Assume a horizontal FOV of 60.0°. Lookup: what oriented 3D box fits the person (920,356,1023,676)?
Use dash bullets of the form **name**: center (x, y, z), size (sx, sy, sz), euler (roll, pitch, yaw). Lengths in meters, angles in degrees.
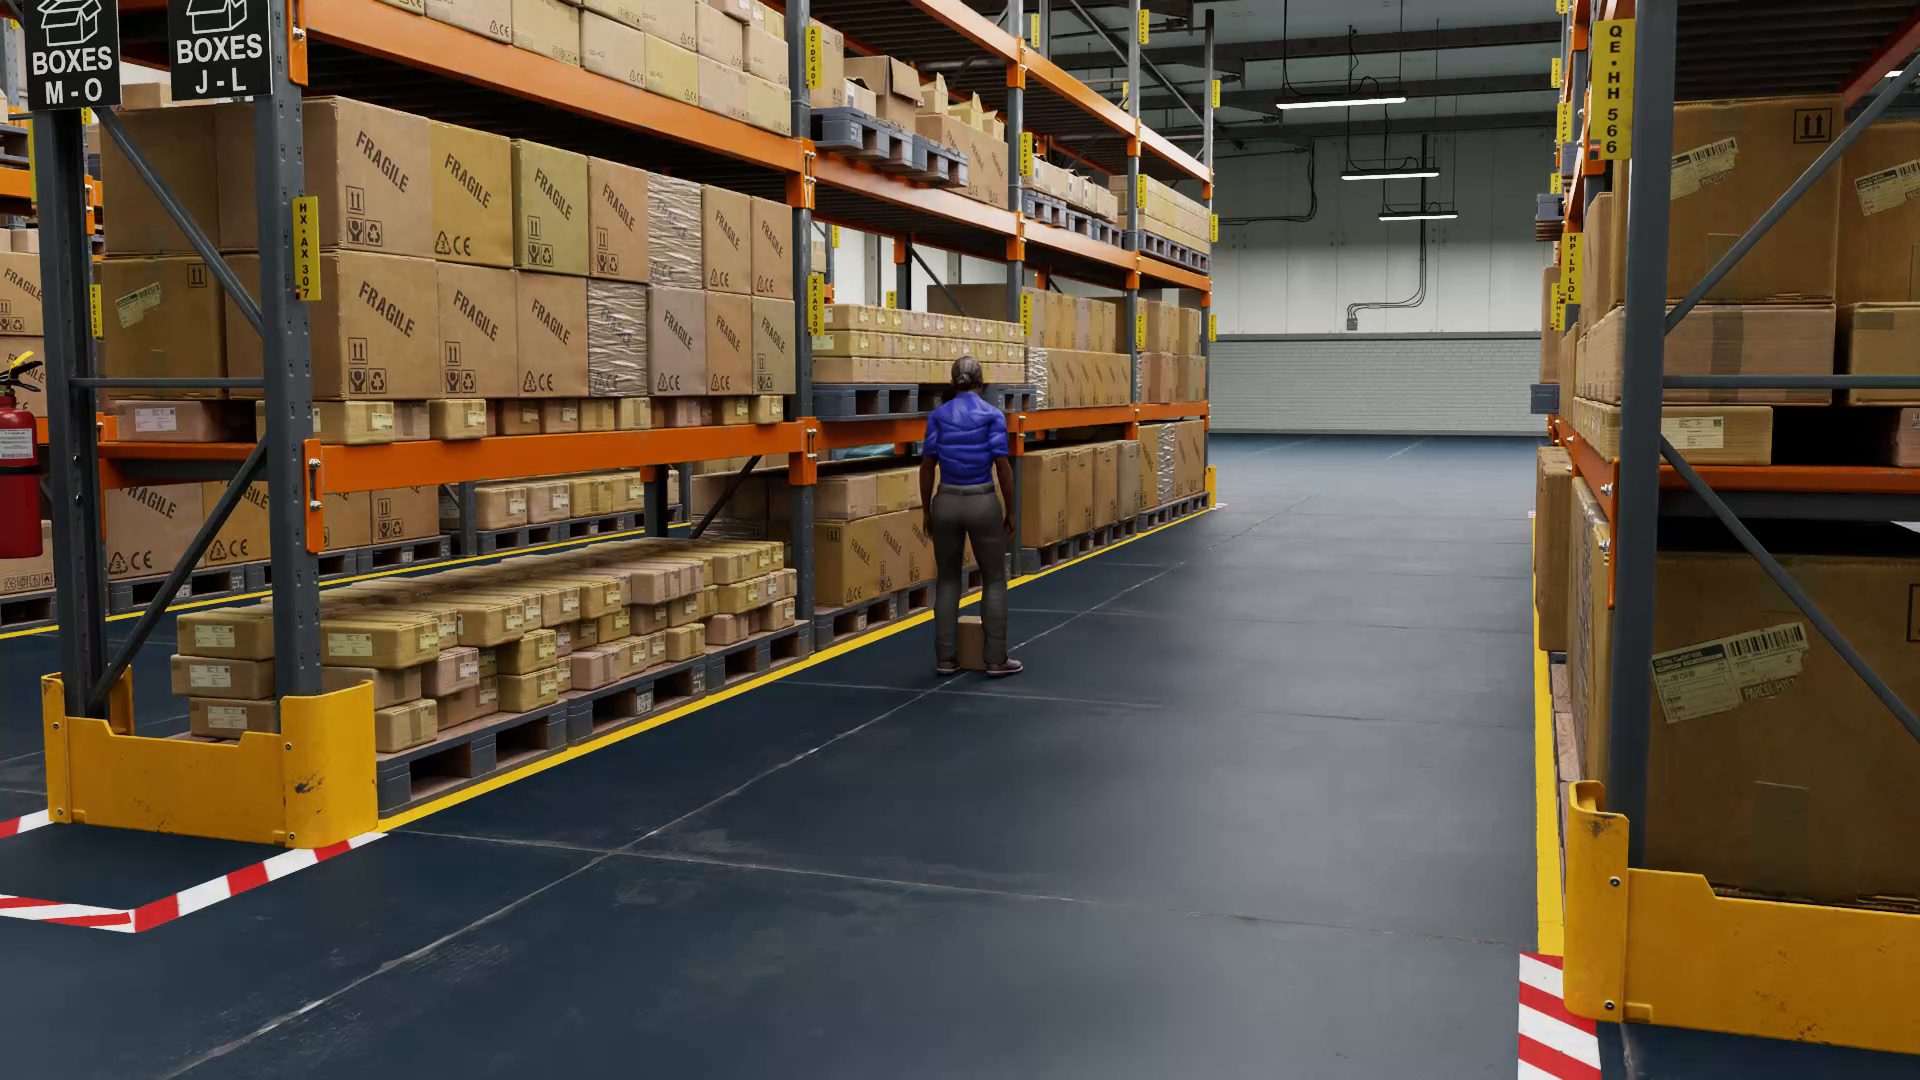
- **person**: center (0.051, -0.126, 8.629), size (0.521, 1.654, 0.352), euler (1, 6, 15)
